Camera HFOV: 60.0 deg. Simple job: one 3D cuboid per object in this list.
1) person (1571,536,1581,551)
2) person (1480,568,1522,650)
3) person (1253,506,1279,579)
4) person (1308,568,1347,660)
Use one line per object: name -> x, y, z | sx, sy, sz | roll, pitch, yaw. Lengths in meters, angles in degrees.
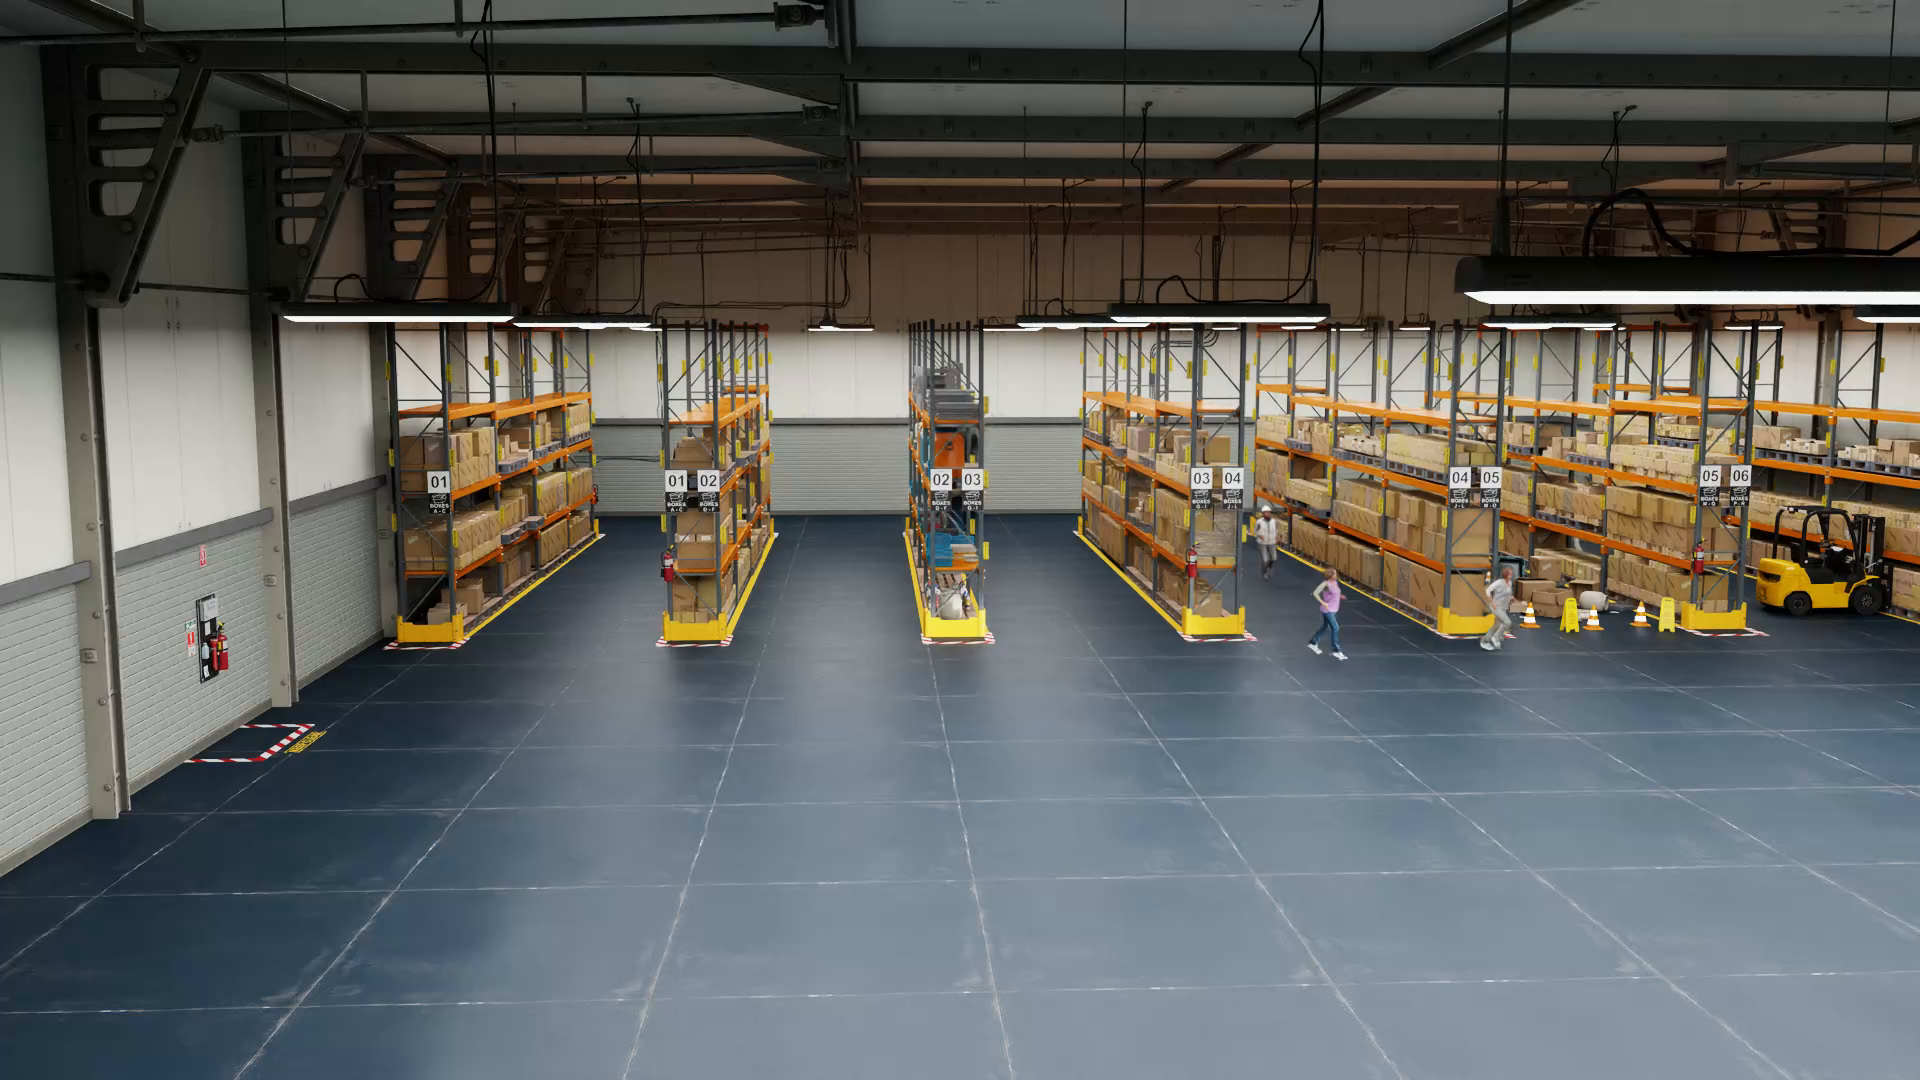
person -> 15.802, -0.432, 42.781 | 0.666, 1.819, 0.888 | -2, 7, -12
person -> 9.788, 1.248, 30.143 | 0.522, 1.532, 0.739 | -6, 9, -40
person -> 7.168, 0.072, 38.764 | 0.635, 1.727, 0.564 | -1, 7, -6
person -> 6.514, 1.283, 29.428 | 0.773, 1.618, 0.539 | 5, 8, 34
